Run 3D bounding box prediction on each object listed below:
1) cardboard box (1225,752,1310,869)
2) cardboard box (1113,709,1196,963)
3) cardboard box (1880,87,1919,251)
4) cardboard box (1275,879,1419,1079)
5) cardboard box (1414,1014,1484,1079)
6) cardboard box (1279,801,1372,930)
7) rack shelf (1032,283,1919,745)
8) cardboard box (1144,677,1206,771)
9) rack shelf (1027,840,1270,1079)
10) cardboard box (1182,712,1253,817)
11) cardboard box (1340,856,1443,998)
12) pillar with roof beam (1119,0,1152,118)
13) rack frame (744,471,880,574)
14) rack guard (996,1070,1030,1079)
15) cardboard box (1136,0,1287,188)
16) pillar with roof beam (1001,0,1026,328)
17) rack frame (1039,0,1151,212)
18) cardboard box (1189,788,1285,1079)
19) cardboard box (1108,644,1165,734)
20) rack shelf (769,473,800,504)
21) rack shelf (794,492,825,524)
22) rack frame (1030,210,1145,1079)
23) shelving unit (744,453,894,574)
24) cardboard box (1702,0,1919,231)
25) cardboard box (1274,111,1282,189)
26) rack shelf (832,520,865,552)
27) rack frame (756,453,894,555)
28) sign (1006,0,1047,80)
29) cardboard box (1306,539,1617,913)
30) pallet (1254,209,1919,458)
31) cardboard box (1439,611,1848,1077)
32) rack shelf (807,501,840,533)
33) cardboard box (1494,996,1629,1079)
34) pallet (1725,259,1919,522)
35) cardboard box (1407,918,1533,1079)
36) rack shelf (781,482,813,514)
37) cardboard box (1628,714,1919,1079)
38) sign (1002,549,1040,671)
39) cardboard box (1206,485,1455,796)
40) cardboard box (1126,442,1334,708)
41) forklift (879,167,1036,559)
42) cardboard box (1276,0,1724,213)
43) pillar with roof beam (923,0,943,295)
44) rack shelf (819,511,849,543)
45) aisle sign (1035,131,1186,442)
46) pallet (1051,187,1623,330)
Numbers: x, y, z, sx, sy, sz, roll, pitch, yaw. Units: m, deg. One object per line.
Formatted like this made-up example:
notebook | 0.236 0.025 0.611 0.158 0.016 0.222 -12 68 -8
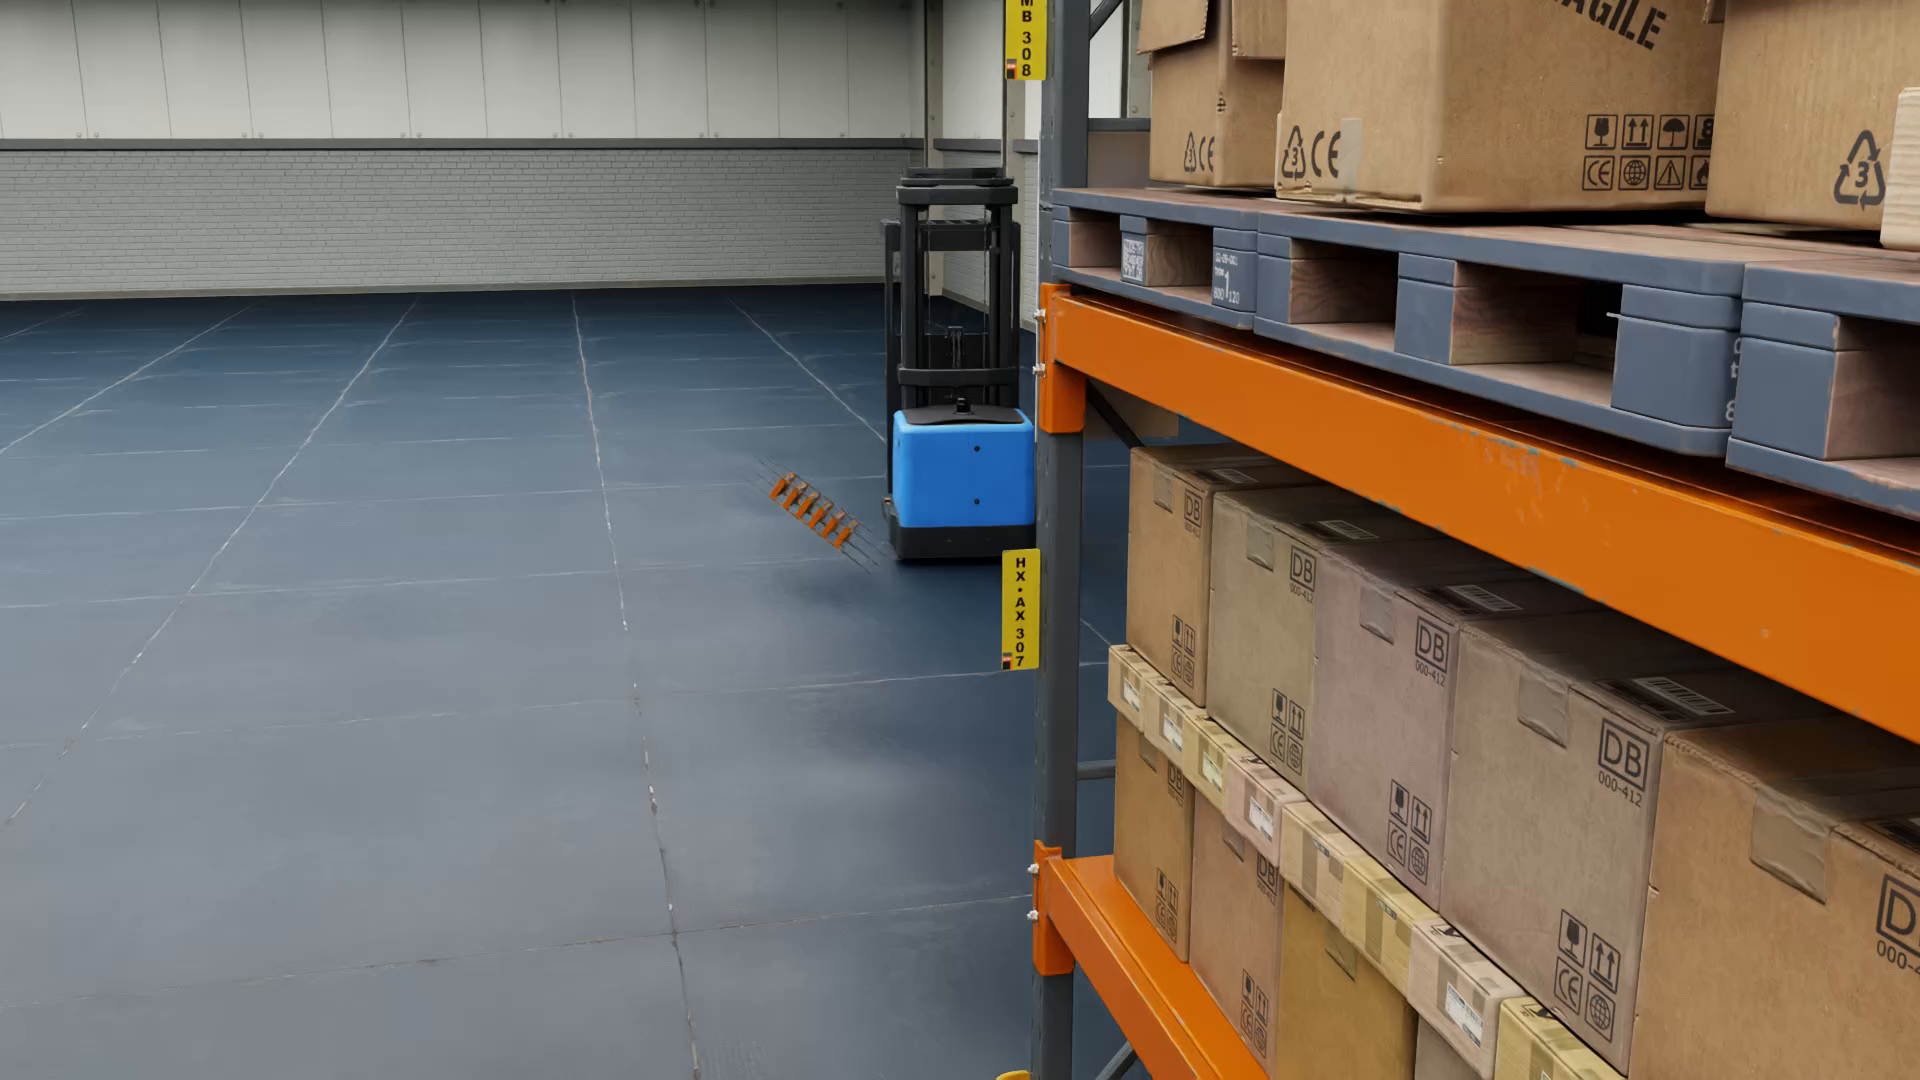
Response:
cardboard box | 0.763 0.529 3.366 0.380 0.149 0.250 -4 14 -14
cardboard box | 0.798 0.673 4.142 0.700 0.500 0.500 -3 14 -13
cardboard box | 1.091 -0.334 1.505 0.380 0.149 0.250 -3 14 -13
cardboard box | 1.037 0.909 3.177 0.700 0.500 0.500 -3 14 -13
cardboard box | 1.164 1.030 2.681 0.700 0.500 0.500 -3 14 -11
cardboard box | 0.828 0.590 3.115 0.380 0.149 0.250 -4 14 -15
rack shelf | 1.170 -0.033 2.439 1.077 0.370 4.000 -3 14 -13
cardboard box | 0.648 0.413 3.841 0.380 0.149 0.250 -4 14 -15
rack shelf | 1.170 1.424 2.795 1.077 0.370 4.000 -3 14 -13
cardboard box | 0.705 0.470 3.605 0.380 0.149 0.250 -3 14 -13
cardboard box | 0.888 0.649 2.874 0.380 0.149 0.250 -3 14 -14
pillar with roof beam | -1.892 -6.378 20.570 9.100 9.000 0.400 -3 14 -13
rack frame | -1.109 -0.134 12.516 1.200 0.006 0.240 37 19 4
rack guard | 0.695 1.822 4.917 1.175 0.500 0.348 -3 14 -13
cardboard box | 0.832 -1.034 3.619 0.797 0.503 0.637 -2 14 -9
pillar with roof beam | -3.301 -7.762 26.236 9.100 9.000 0.400 -3 14 -13
rack frame | 0.701 -2.301 3.886 1.000 3.000 0.127 -3 14 -13
cardboard box | 0.926 0.794 3.647 0.700 0.500 0.500 -3 14 -12
cardboard box | 0.584 0.352 4.089 0.380 0.149 0.250 -3 14 -14
rack shelf | -1.311 -0.393 12.506 0.103 0.180 0.258 37 19 4
rack shelf | -1.119 -0.250 12.490 0.103 0.180 0.258 37 19 4
rack frame | 0.701 0.613 4.598 1.000 3.000 0.127 -3 14 -13
shelving unit | -1.059 -0.204 12.485 1.200 0.189 0.258 37 19 4
cardboard box | 1.376 -0.630 1.970 0.797 0.503 0.637 -2 14 -7
cardboard box | 0.806 -0.713 3.054 0.380 0.149 0.250 -3 14 -13
rack shelf | -0.832 -0.034 12.467 0.103 0.180 0.258 37 19 4
rack frame | -1.009 -0.275 12.455 1.200 0.006 0.240 37 19 4
sign | 0.160 -1.278 4.008 0.100 0.325 0.005 -3 14 -13
cardboard box | 1.058 0.292 2.967 0.700 0.500 0.500 -3 14 -13
pallet | 1.132 -0.355 2.424 1.003 0.211 1.213 -3 14 -13
cardboard box | 1.176 0.408 2.494 0.700 0.500 0.500 -3 14 -13
rack shelf | -1.024 -0.178 12.482 0.103 0.180 0.258 37 19 4
cardboard box | 1.006 0.767 2.389 0.380 0.149 0.250 -3 14 -11
pallet | 1.415 -0.074 1.275 1.003 0.211 1.213 -3 14 -13
cardboard box | 0.944 0.706 2.638 0.380 0.149 0.250 -3 14 -13
rack shelf | -1.215 -0.322 12.498 0.103 0.180 0.258 37 19 4
cardboard box | 1.293 0.523 2.022 0.700 0.500 0.500 -3 14 -13
sign | 0.160 0.184 4.365 0.100 0.325 0.005 -3 14 -13
cardboard box | 0.939 0.176 3.443 0.700 0.500 0.500 -4 14 -15
cardboard box | 0.810 0.055 3.938 0.700 0.500 0.500 -3 14 -13
forklift | -0.088 -1.581 13.723 1.130 2.935 3.031 -1 14 -6
cardboard box | 0.825 -0.766 2.533 0.500 0.500 0.500 -3 14 -13
pillar with roof beam | -4.710 -9.146 31.901 9.100 9.000 0.400 -3 14 -13
rack shelf | -0.928 -0.106 12.475 0.103 0.180 0.258 37 19 4
aisle sign | 0.388 -0.648 4.281 0.394 0.787 0.004 -3 14 -13
pallet | 0.842 -0.637 3.579 1.003 0.211 1.213 -3 14 -13
